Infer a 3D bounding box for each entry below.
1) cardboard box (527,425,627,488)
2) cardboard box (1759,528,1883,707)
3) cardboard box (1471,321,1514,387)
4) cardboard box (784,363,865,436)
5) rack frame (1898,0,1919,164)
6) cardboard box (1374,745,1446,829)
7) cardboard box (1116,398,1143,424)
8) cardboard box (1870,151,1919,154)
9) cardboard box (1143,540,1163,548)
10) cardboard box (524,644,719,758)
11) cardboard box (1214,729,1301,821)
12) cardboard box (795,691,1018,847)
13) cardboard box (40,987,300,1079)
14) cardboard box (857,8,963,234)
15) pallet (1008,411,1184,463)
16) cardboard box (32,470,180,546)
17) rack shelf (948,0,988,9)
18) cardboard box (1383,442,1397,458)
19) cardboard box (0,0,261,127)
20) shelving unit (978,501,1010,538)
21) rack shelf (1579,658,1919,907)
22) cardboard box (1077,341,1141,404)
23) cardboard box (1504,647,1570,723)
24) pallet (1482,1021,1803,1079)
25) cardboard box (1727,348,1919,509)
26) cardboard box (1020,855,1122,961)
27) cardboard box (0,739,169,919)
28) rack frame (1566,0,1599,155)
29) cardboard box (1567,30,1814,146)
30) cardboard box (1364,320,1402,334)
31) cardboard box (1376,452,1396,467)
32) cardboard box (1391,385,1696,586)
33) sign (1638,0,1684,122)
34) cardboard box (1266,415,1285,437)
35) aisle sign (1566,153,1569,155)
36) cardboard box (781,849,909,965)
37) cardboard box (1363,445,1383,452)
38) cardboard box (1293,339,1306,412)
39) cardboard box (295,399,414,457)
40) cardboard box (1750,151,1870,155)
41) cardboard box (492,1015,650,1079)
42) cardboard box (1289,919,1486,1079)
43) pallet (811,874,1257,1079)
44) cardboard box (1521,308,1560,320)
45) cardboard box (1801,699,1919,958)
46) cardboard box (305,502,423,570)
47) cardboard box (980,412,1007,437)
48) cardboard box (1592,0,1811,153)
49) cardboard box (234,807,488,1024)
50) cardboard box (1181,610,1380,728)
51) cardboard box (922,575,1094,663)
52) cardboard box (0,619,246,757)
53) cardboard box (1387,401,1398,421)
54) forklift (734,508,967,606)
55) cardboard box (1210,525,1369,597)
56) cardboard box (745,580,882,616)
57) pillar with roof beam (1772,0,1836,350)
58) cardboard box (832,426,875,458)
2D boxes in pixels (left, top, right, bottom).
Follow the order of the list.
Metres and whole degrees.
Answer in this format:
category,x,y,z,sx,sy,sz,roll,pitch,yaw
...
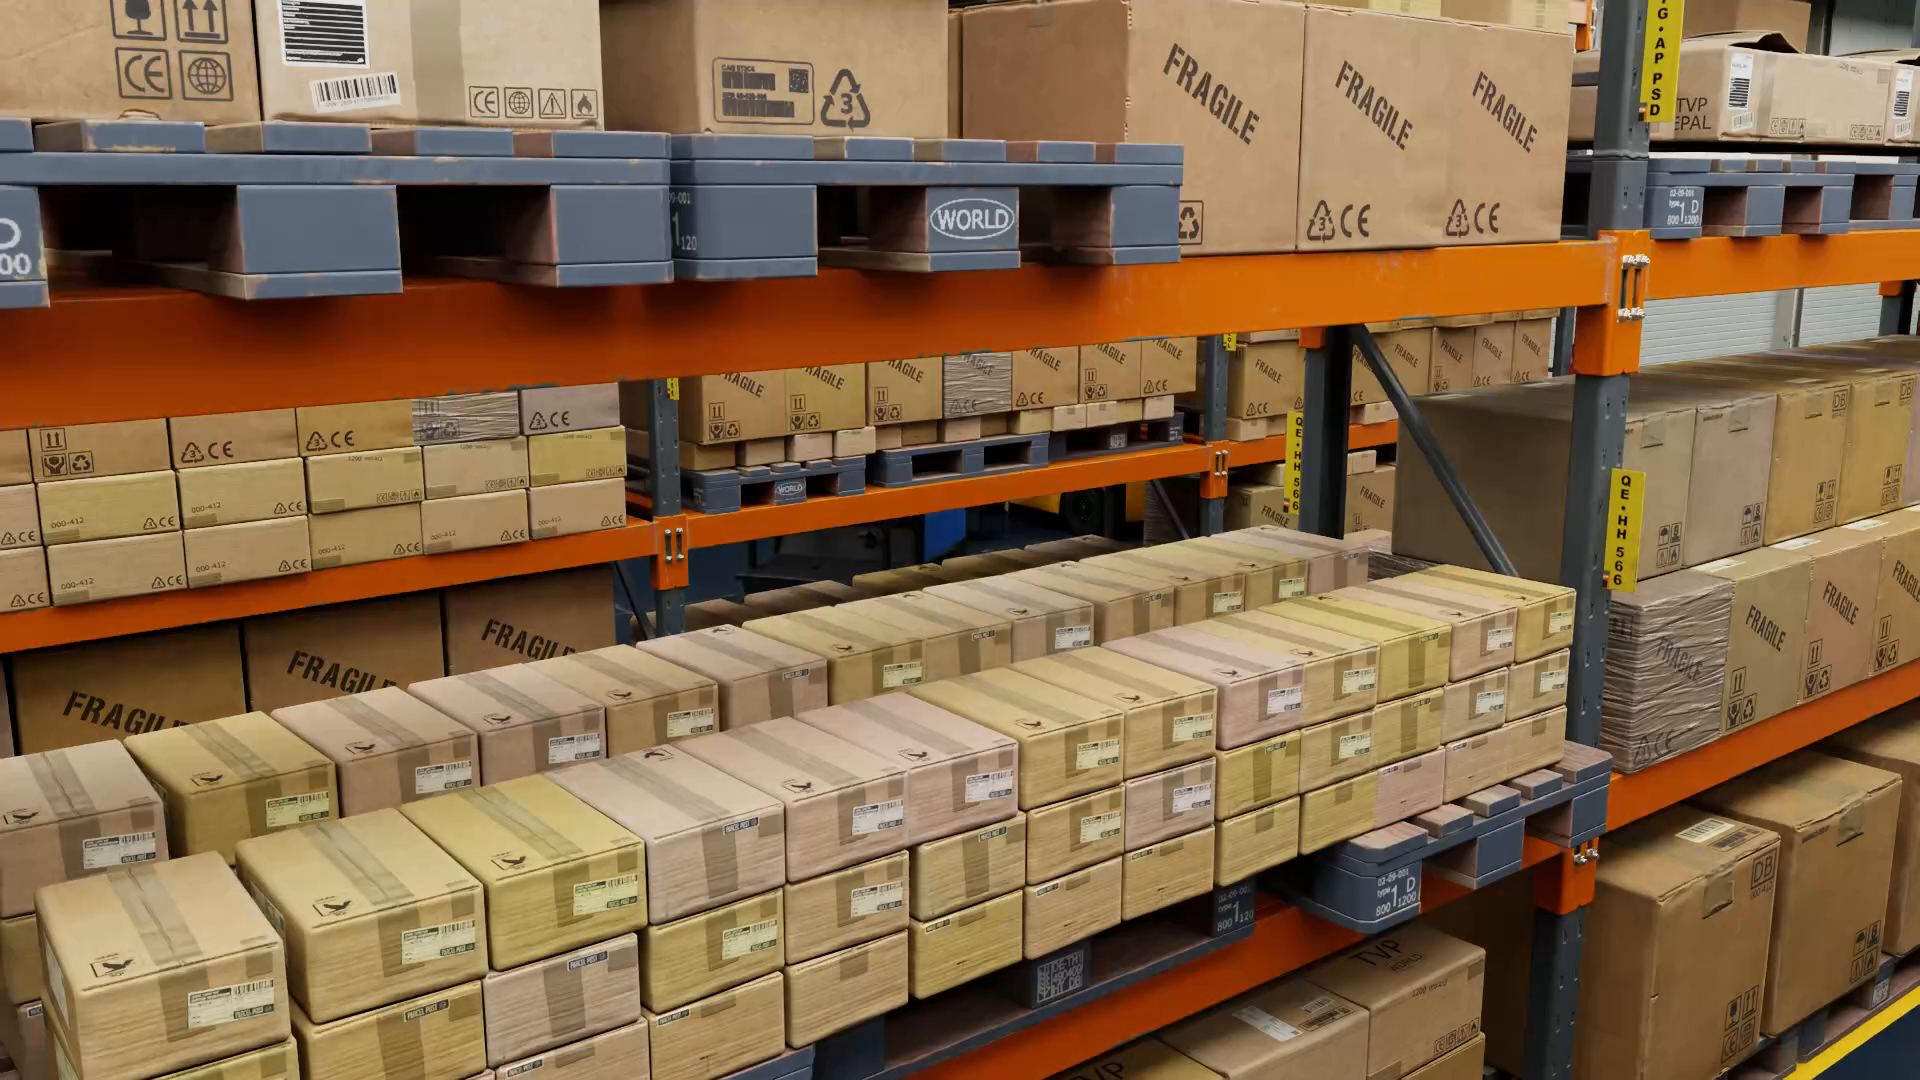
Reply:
category,x,y,z,sx,sy,sz,roll,pitch,yaw
cardboard box,-1.975,-0.440,8.136,0.500,0.250,0.500,-10,15,-38
cardboard box,2.724,0.222,5.622,0.500,0.500,0.500,-9,15,-38
cardboard box,3.846,-1.426,12.666,0.500,0.500,0.500,-9,15,-38
cardboard box,-0.857,-0.862,9.000,0.500,0.500,0.500,-8,15,-35
rack frame,4.539,-3.037,6.765,0.127,3.000,1.000,-9,15,-38
cardboard box,0.922,0.538,3.966,0.250,0.149,0.380,-9,15,-37
cardboard box,0.922,-0.831,10.417,0.250,0.149,0.380,-10,16,-39
cardboard box,3.712,-1.554,6.115,0.500,0.250,0.500,-10,15,-38
cardboard box,1.662,0.127,11.916,0.500,0.250,0.500,-9,15,-35
cardboard box,-0.705,0.345,3.444,0.250,0.149,0.380,-10,16,-39
cardboard box,0.512,0.461,3.615,0.250,0.149,0.380,-10,15,-38
cardboard box,-0.104,0.418,3.100,0.250,0.149,0.380,-9,15,-36
cardboard box,-1.113,0.731,2.340,0.250,0.149,0.380,-9,15,-37
cardboard box,0.030,-0.937,3.855,0.500,0.500,0.500,-9,15,-38
pallet,0.680,-0.722,10.771,1.213,0.211,1.003,-9,15,-38
cardboard box,-3.559,-0.170,6.864,0.500,0.250,0.500,-9,15,-37
rack shelf,-0.194,-3.019,9.378,4.000,0.370,1.077,-9,15,-38
cardboard box,3.379,-0.685,12.373,0.250,0.149,0.380,-9,15,-35
cardboard box,-1.343,-0.817,2.281,0.500,0.500,0.700,-9,15,-38
shelving unit,0.005,-0.735,13.977,0.755,1.500,0.431,-9,15,-38
rack shelf,2.977,0.509,6.240,4.000,0.370,1.077,-9,15,-38
cardboard box,0.764,-1.130,10.261,0.500,0.500,0.500,-9,15,-37
cardboard box,1.314,0.327,4.245,0.250,0.149,0.380,-9,15,-37
pallet,2.078,1.691,5.657,1.213,0.211,1.003,-9,15,-38
cardboard box,3.360,-0.442,6.341,0.500,0.500,0.700,-9,15,-37
cardboard box,0.102,0.674,3.325,0.250,0.149,0.380,-10,16,-40
cardboard box,-1.516,0.479,2.814,0.250,0.149,0.380,-9,15,-35
rack frame,4.491,-4.345,12.928,0.127,3.000,1.000,-9,15,-38
cardboard box,2.118,-1.319,4.862,0.500,0.311,0.500,-9,15,-38
cardboard box,2.668,-1.721,11.647,0.500,0.500,0.700,-10,15,-39
cardboard box,3.225,-0.359,12.402,0.500,0.500,0.500,-10,15,-39
cardboard box,1.772,-0.178,5.096,0.500,0.500,0.700,-10,15,-38
sign,1.753,-1.215,4.163,0.005,0.325,0.100,-9,15,-38
cardboard box,1.979,-0.799,11.275,0.250,0.149,0.380,-9,15,-36
aisle sign,4.721,-2.644,13.098,0.004,0.787,0.394,-9,15,-38
cardboard box,-0.299,0.595,2.984,0.250,0.149,0.380,-9,15,-35
cardboard box,3.265,-0.507,13.096,0.500,0.500,0.500,-10,16,-40
cardboard box,2.263,-1.167,11.446,0.500,0.500,0.500,-10,15,-38
cardboard box,-2.783,-0.670,7.415,0.500,0.500,0.500,-9,15,-38
cardboard box,3.282,-1.561,6.391,0.250,0.149,0.380,-9,15,-38
cardboard box,-0.702,0.808,2.695,0.250,0.149,0.380,-9,15,-37
cardboard box,1.045,1.199,4.464,0.500,0.250,0.500,-10,15,-39
pallet,-0.104,0.774,3.723,1.213,0.211,1.003,-9,15,-38
cardboard box,4.229,-1.993,12.927,0.500,0.500,0.700,-10,16,-39
cardboard box,3.355,1.013,6.543,0.750,0.750,1.050,-9,15,-38
cardboard box,-2.781,-0.060,7.551,0.500,0.250,0.500,-10,15,-38
cardboard box,0.063,-0.715,9.869,0.250,0.149,0.380,-10,16,-40
cardboard box,2.598,-1.625,5.844,0.500,0.500,0.500,-9,15,-38
cardboard box,-0.899,0.549,2.484,0.250,0.149,0.380,-9,15,-36
cardboard box,0.711,0.283,3.737,0.250,0.149,0.380,-9,15,-36
cardboard box,0.114,0.208,4.089,0.250,0.149,0.380,-9,15,-35
cardboard box,-3.744,0.768,7.393,0.875,0.875,0.875,-9,15,-36
cardboard box,2.998,-0.959,12.031,0.250,0.149,0.380,-10,15,-38
forklift,-0.881,-0.911,11.362,1.130,2.935,3.031,4,13,18
cardboard box,0.930,0.073,4.727,0.250,0.149,0.380,-9,15,-38
cardboard box,-0.737,0.538,9.687,0.625,0.372,0.950,-10,15,-39
pillar with roof beam,17.026,-6.843,24.692,0.400,9.000,9.100,-9,15,-38
cardboard box,-0.674,-0.559,9.133,0.250,0.149,0.380,-9,15,-37
